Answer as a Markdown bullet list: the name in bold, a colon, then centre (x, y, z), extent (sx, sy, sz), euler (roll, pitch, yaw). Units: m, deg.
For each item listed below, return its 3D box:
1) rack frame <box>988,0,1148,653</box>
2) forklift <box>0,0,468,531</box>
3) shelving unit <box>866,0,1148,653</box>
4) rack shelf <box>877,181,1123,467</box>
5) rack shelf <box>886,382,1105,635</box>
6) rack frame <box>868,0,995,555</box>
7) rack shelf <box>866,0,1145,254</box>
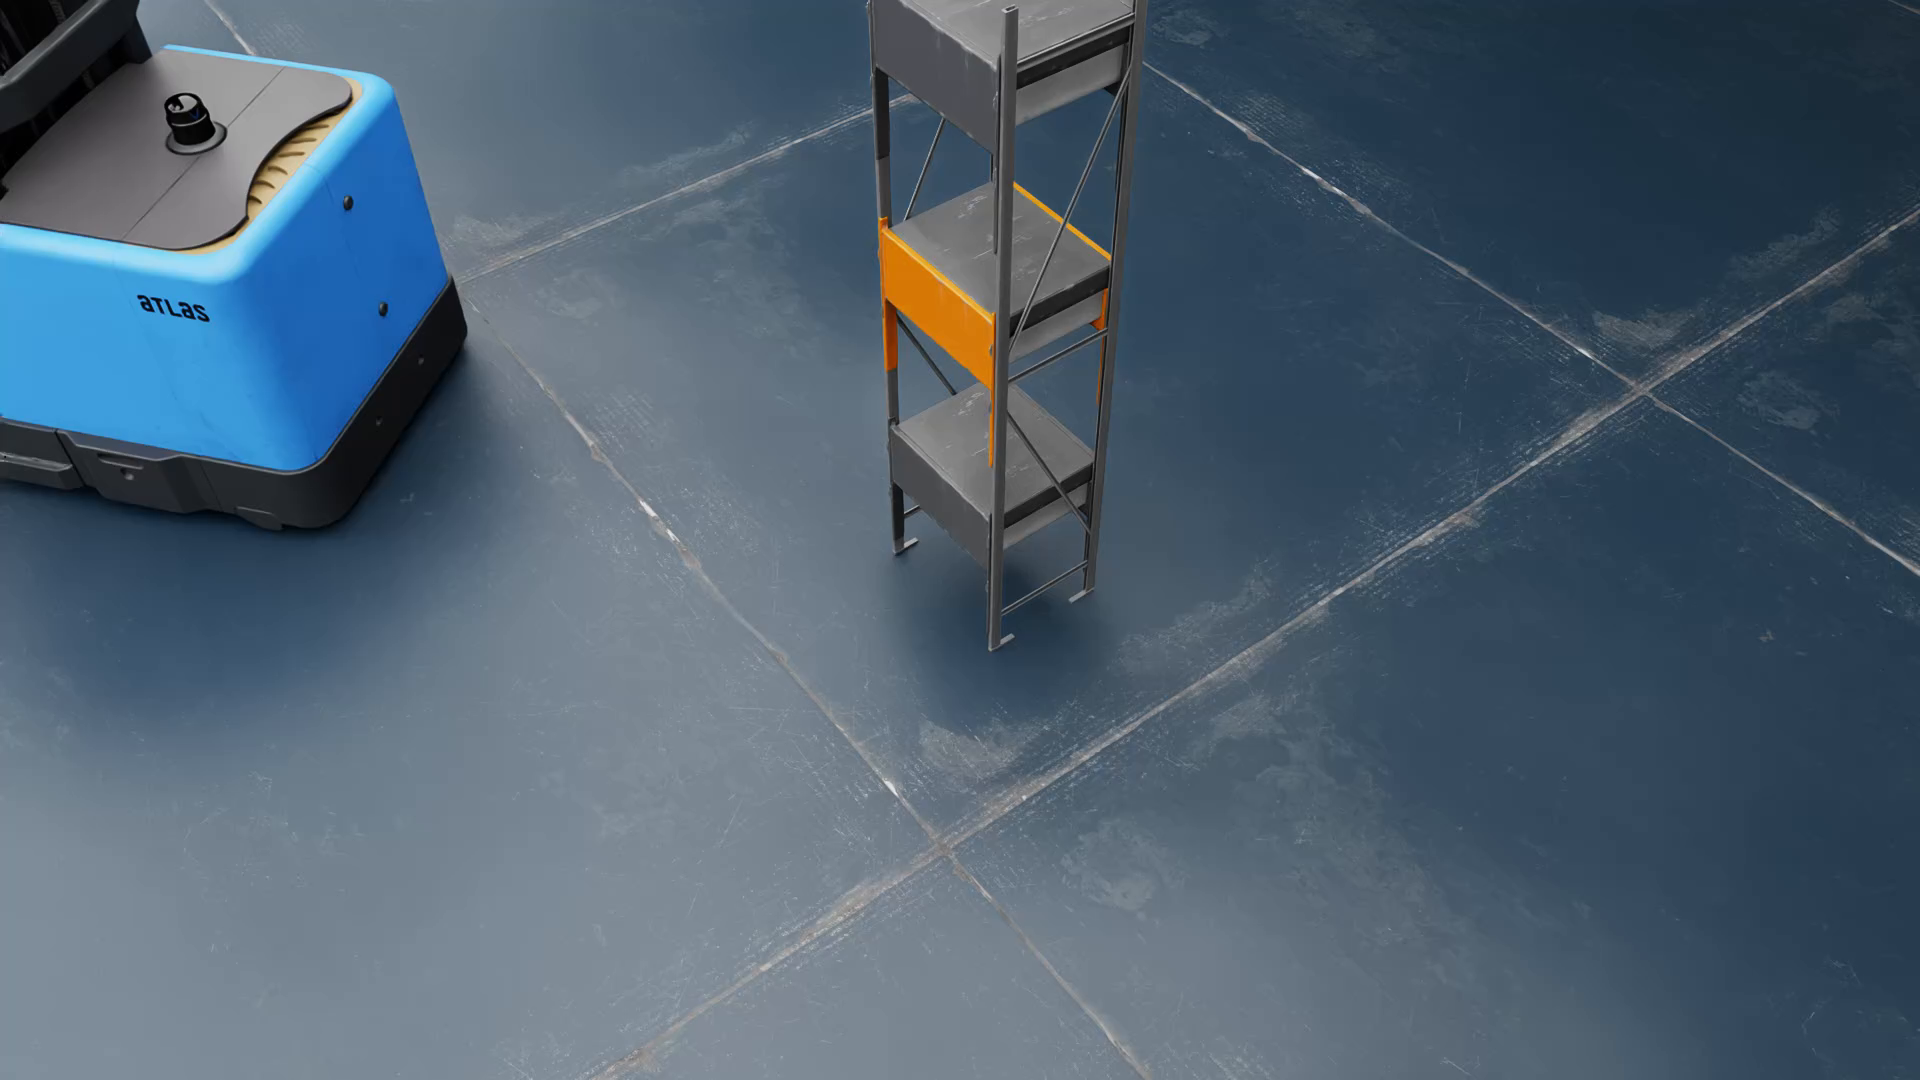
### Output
- **rack frame**: centre (0.248, -0.464, 4.253), extent (0.400, 2.100, 0.015), euler (-29, 54, -24)
- **forklift**: centre (-3.293, -1.603, 4.725), extent (3.031, 2.935, 1.130), euler (10, 49, 9)
- **shelving unit**: centre (0.100, -0.608, 4.384), extent (0.431, 2.100, 0.503), euler (-29, 54, -24)
- **rack shelf**: centre (0.100, -0.598, 4.394), extent (0.431, 0.518, 0.480), euler (-29, 54, -24)
- **rack shelf**: centre (0.100, -0.128, 4.912), extent (0.431, 0.518, 0.480), euler (-29, 54, -24)
- **rack frame**: centre (-0.048, -0.752, 4.514), extent (0.400, 2.100, 0.015), euler (-29, 54, -24)
- **rack shelf**: centre (0.100, -1.069, 3.875), extent (0.431, 0.518, 0.480), euler (-29, 54, -24)
